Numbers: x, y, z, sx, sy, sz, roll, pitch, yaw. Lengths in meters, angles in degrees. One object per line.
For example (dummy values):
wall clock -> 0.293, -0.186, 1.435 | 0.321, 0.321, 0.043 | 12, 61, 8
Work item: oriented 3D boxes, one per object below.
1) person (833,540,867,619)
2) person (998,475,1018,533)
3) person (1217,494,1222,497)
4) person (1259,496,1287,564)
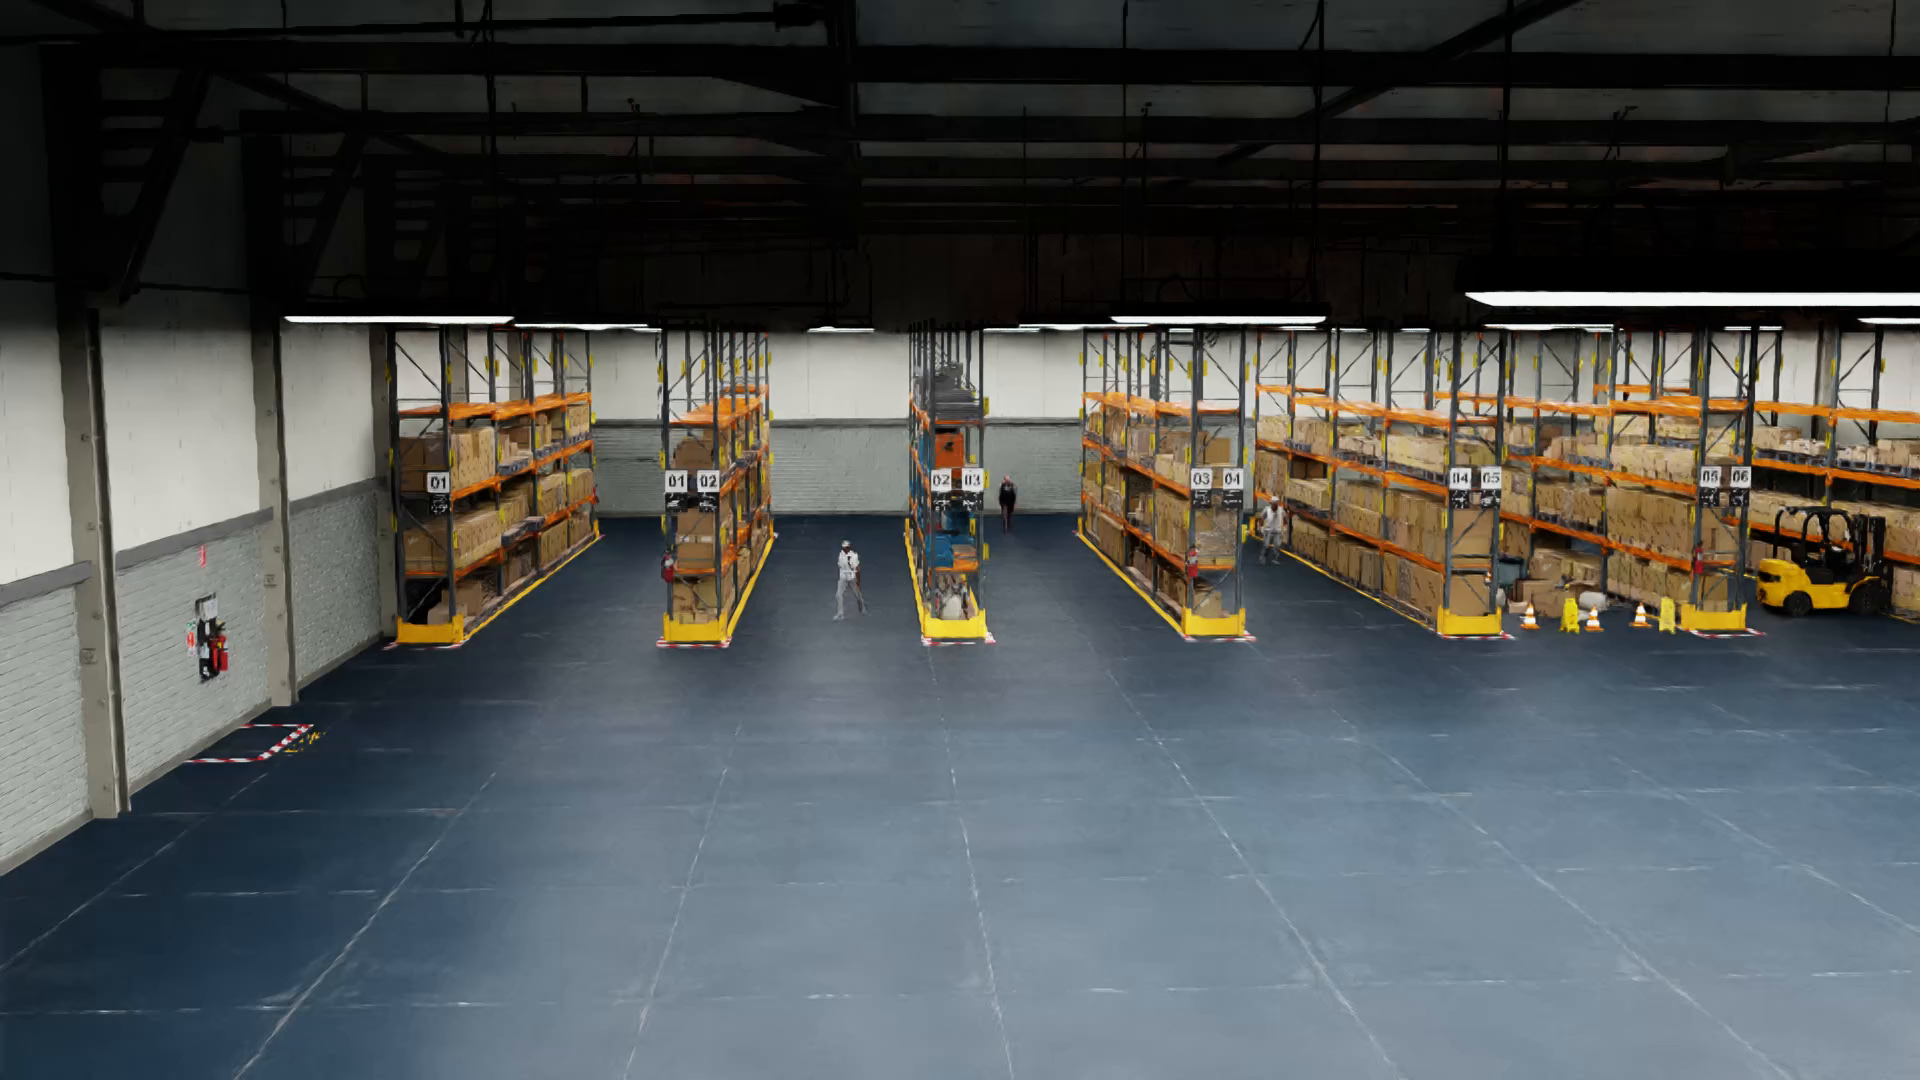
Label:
person -> -2.223, 0.765, 33.685 | 0.505, 1.610, 0.934 | 2, 7, 18
person -> 1.405, -1.068, 48.293 | 0.555, 1.673, 1.029 | -1, 7, -4
person -> 7.039, -0.618, 44.842 | 0.446, 1.590, 1.110 | 0, 7, -1
person -> 7.785, -0.239, 41.392 | 0.702, 1.735, 0.549 | -1, 7, -4
